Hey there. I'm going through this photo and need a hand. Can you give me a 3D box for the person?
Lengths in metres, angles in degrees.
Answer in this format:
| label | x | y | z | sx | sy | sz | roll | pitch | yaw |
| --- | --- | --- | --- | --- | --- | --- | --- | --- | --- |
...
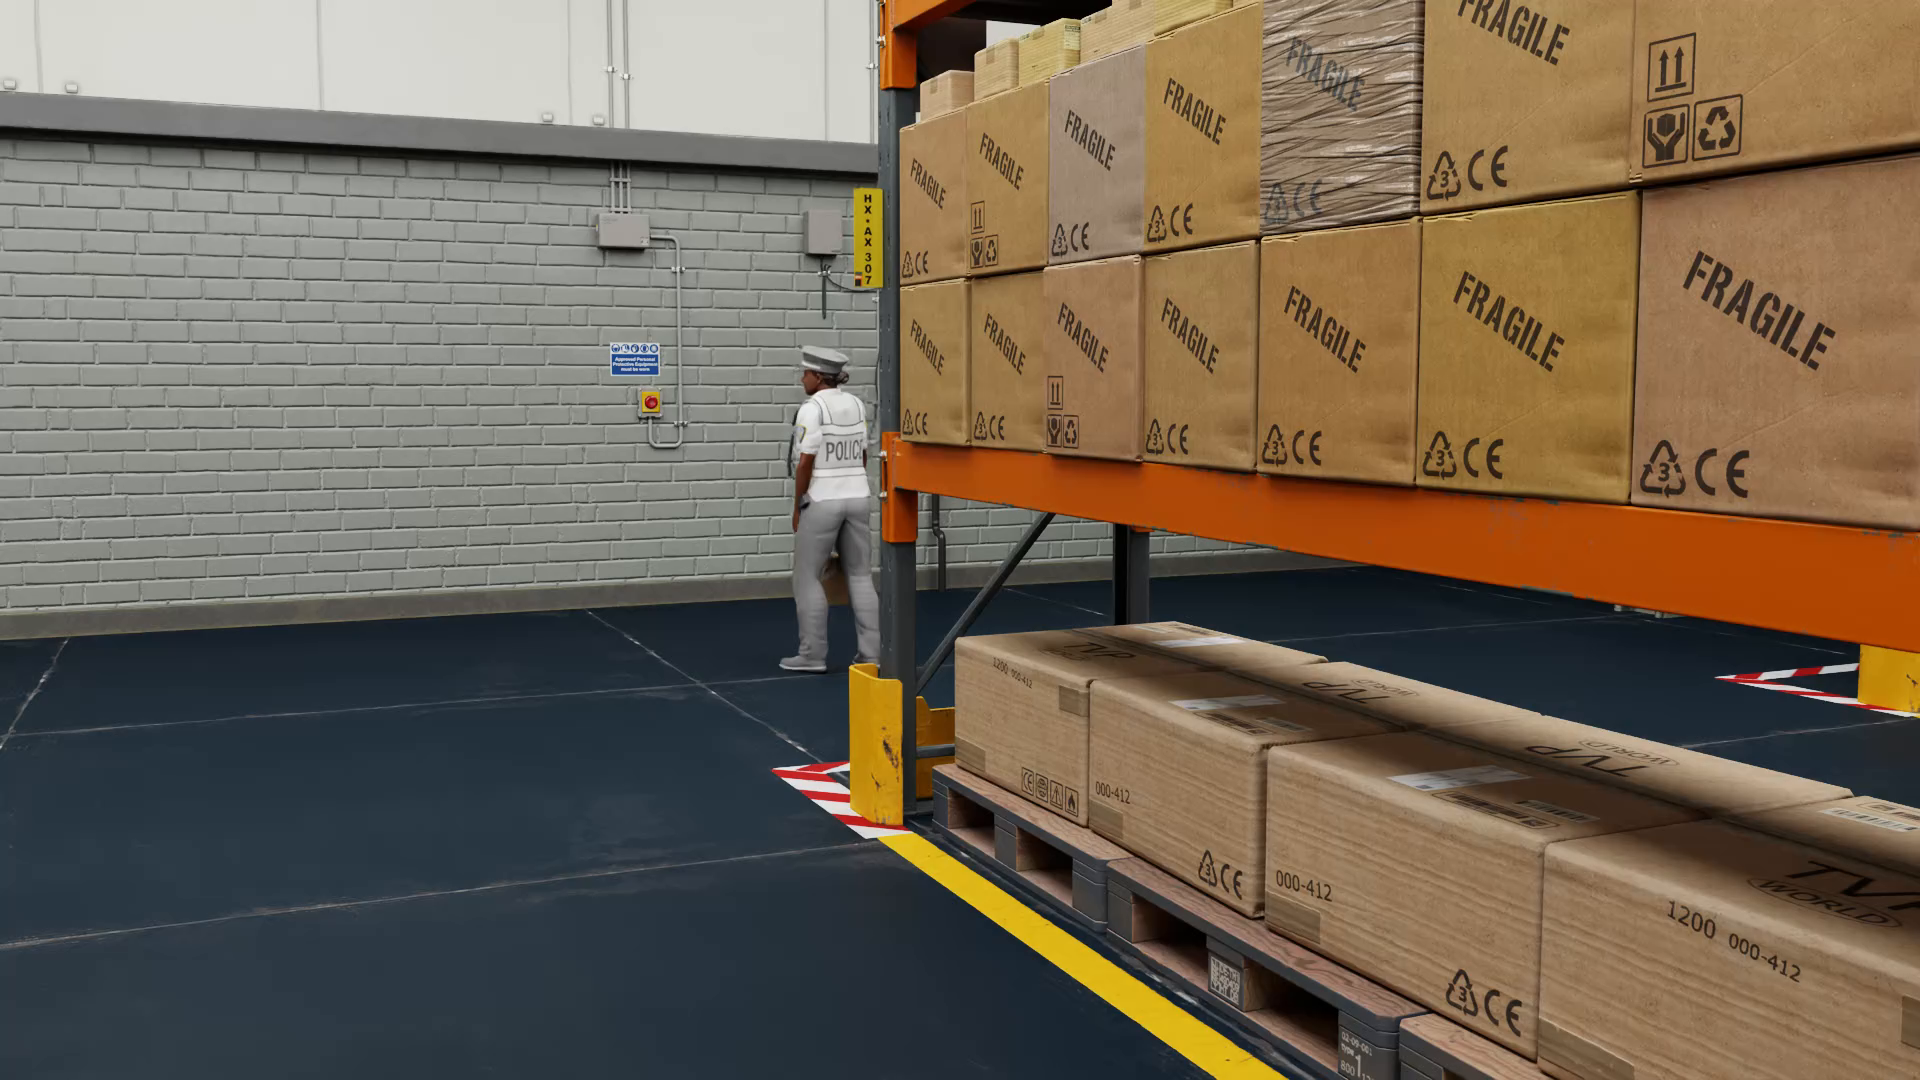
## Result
| label | x | y | z | sx | sy | sz | roll | pitch | yaw |
| --- | --- | --- | --- | --- | --- | --- | --- | --- | --- |
| person | -0.670 | -0.157 | 8.534 | 0.481 | 1.675 | 0.504 | -5 | 8 | -44 |
